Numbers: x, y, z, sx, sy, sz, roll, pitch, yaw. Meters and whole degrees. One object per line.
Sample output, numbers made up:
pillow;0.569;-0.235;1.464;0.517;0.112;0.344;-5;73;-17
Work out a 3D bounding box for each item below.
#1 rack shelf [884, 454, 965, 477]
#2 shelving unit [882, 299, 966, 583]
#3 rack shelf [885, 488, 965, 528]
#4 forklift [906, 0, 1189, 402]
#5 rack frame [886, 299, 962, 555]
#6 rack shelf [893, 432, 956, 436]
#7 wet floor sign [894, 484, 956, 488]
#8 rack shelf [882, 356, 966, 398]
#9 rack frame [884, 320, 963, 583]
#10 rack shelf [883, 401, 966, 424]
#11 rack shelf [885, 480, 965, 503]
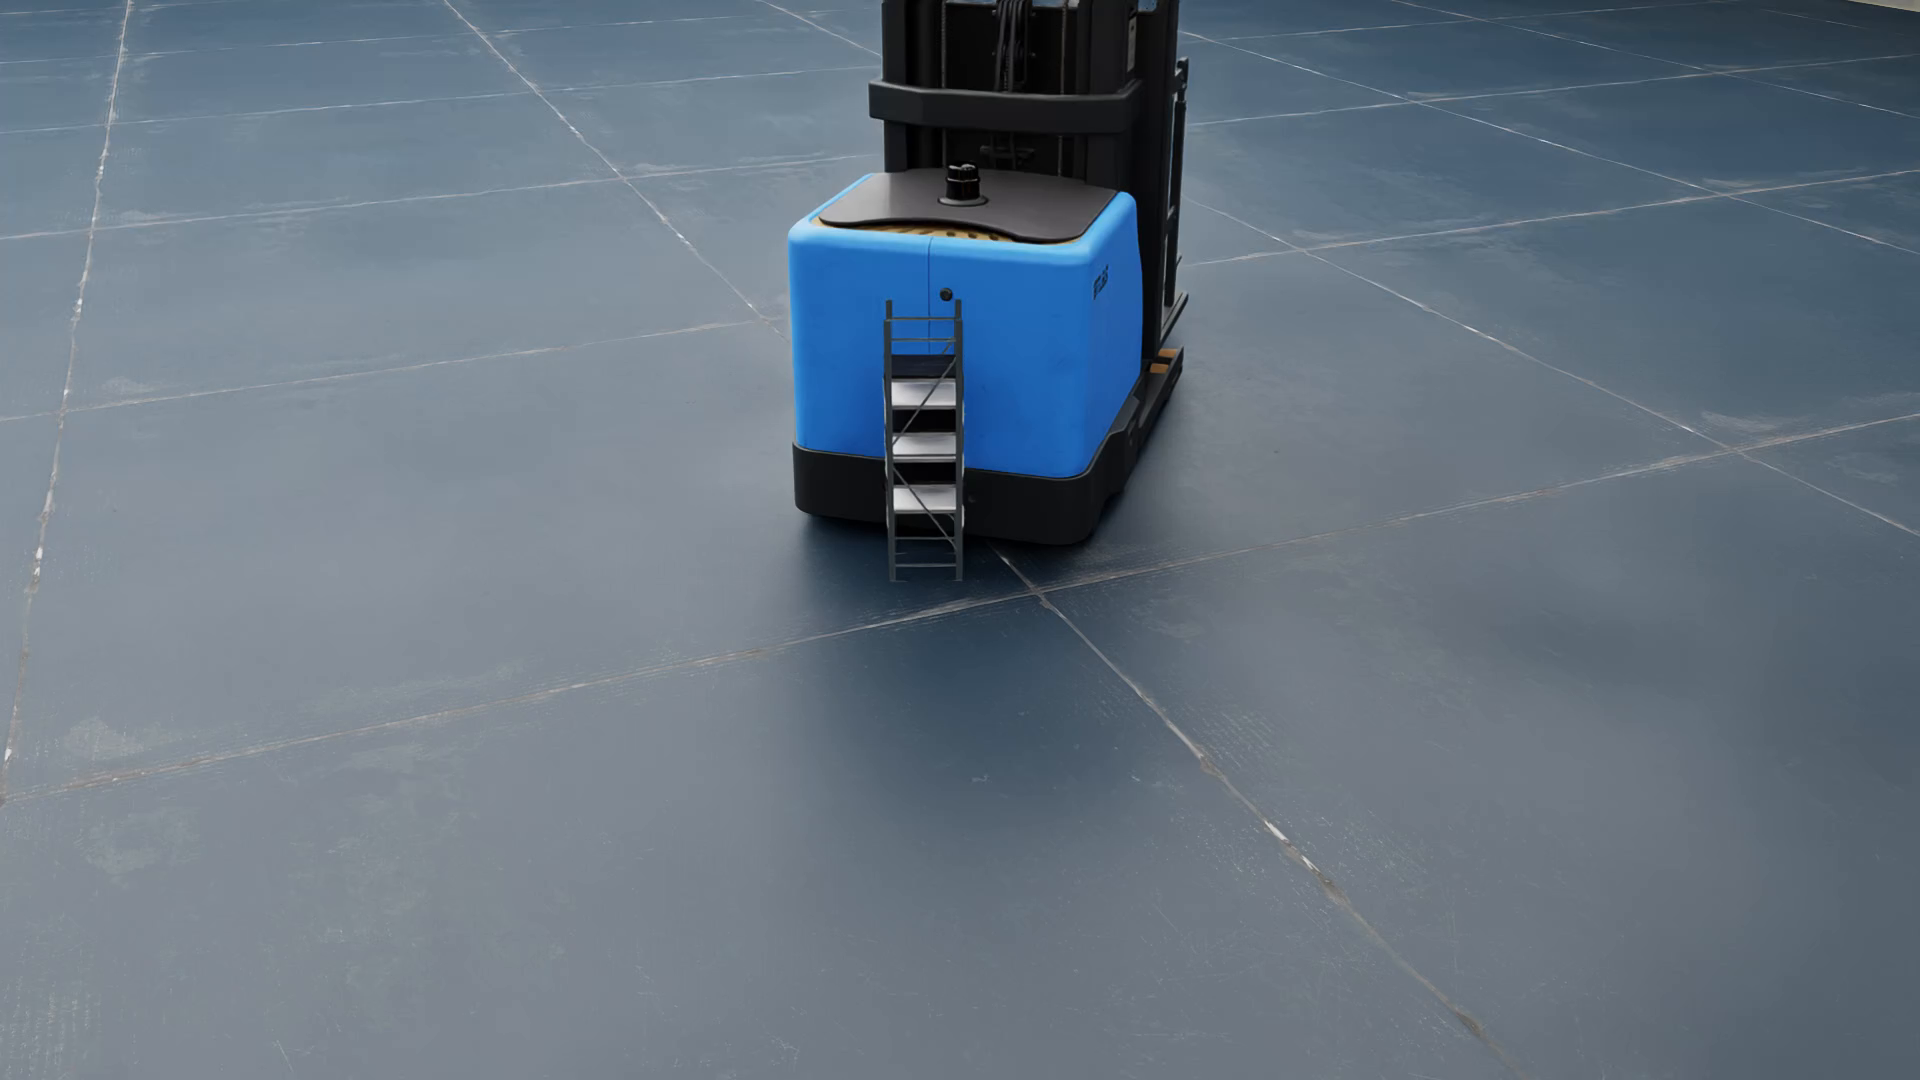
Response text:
rack shelf;-0.113;-0.280;5.375;0.258;0.077;0.200;0;26;-1
shelving unit;-0.113;-0.310;5.360;0.258;0.900;0.210;0;26;-1
rack shelf;-0.113;-0.119;5.454;0.258;0.077;0.200;0;26;-1
forklift;0.340;-1.916;6.407;1.118;2.867;2.937;7;27;15
rack frame;-0.115;-0.355;5.451;0.240;0.900;0.006;0;26;-1
rack shelf;-0.113;-0.375;5.329;0.199;0.015;0.184;0;26;-1
wet floor sign;-4.180;1.856;1.212;8.826;0.644;9.101;-1;26;-3
rack shelf;-0.113;-0.523;5.256;0.258;0.077;0.200;0;26;-1
rack frame;-0.112;-0.266;5.269;0.240;0.900;0.006;0;26;-1
rack shelf;-0.113;-0.442;5.296;0.258;0.077;0.200;0;26;-1
rack shelf;-0.113;-0.200;5.414;0.258;0.077;0.200;0;26;-1
